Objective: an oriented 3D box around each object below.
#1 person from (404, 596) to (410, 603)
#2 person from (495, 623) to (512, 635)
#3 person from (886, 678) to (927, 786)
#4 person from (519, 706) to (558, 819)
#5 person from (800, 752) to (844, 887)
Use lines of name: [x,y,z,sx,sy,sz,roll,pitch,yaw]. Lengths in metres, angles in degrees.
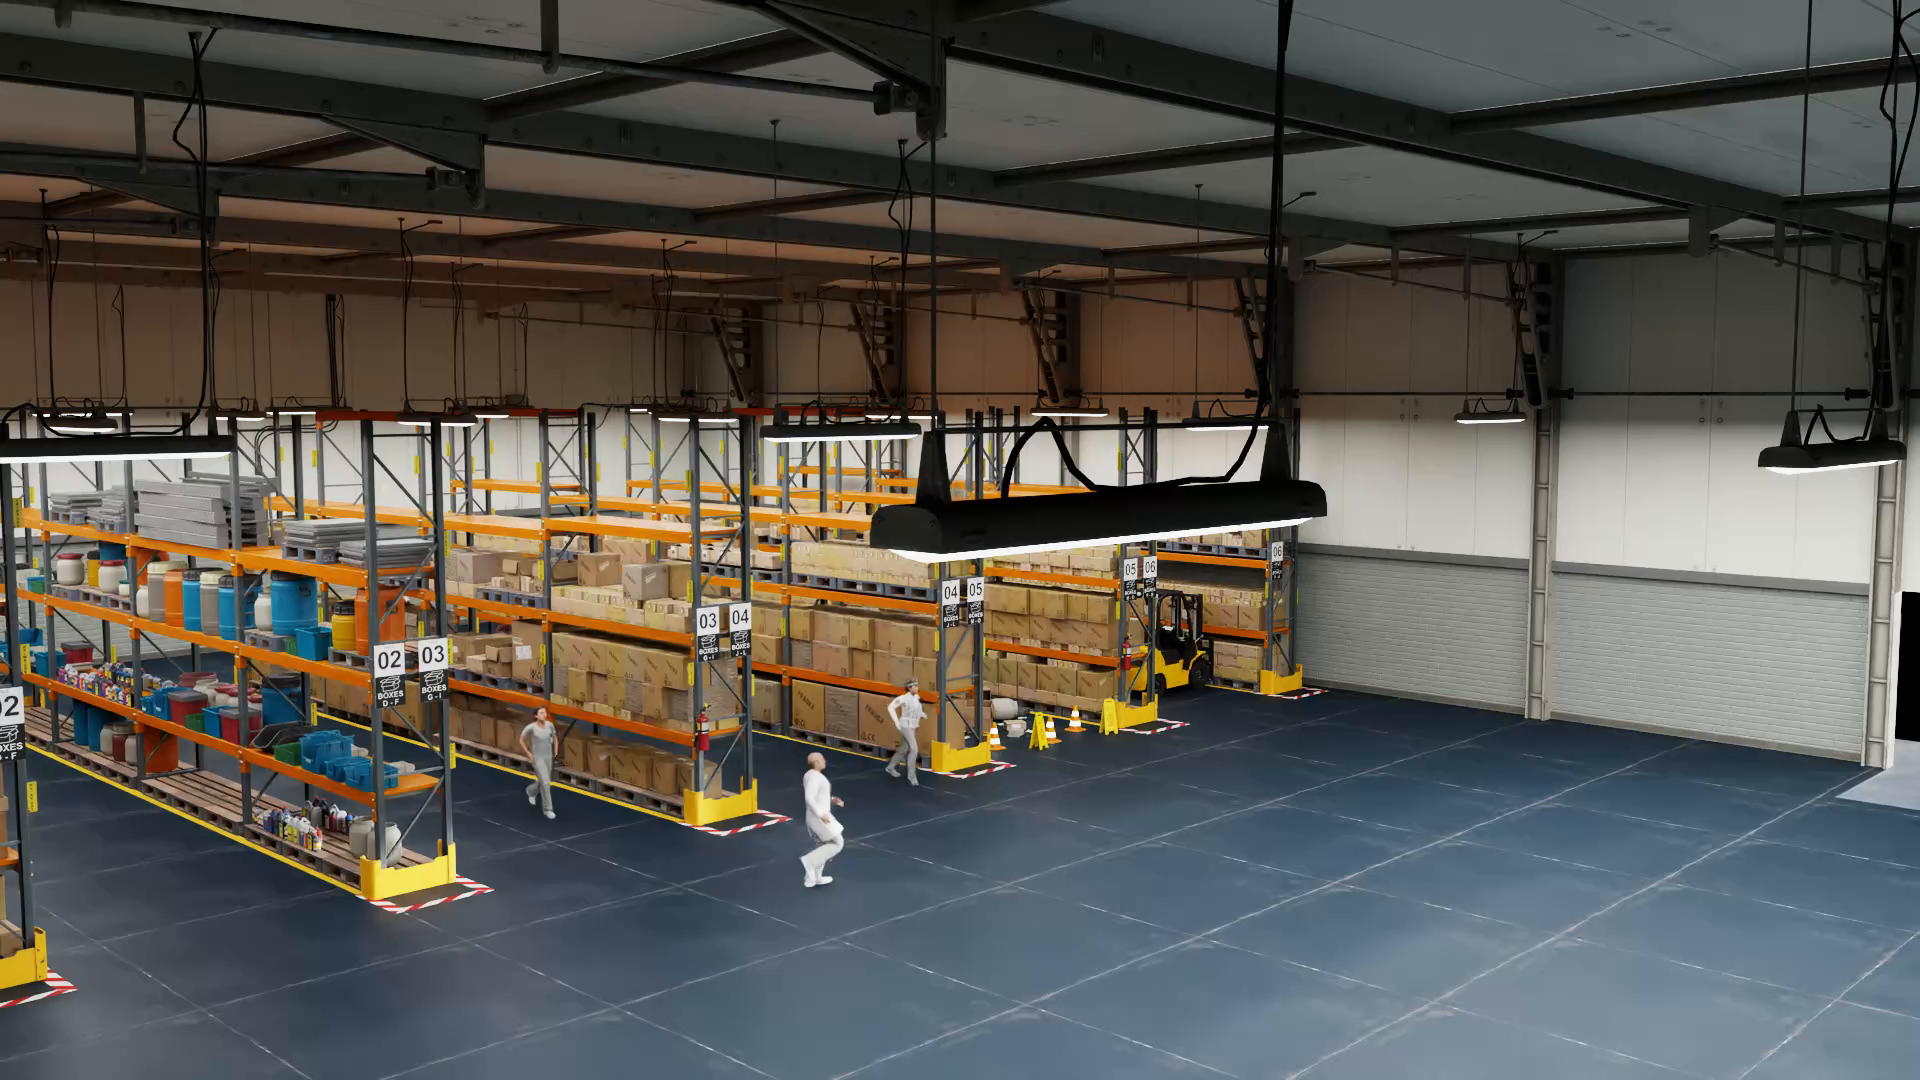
person: [-12.779,2.080,38.135,0.808,1.665,0.682,-1,5,-11]
person: [-11.084,1.938,40.520,0.501,1.630,0.650,1,5,13]
person: [-0.857,3.103,27.169,0.754,1.732,0.621,3,6,30]
person: [-6.330,3.301,25.012,0.850,1.667,0.579,5,7,43]
person: [-1.770,3.581,21.352,0.624,1.737,0.695,-2,5,-18]
